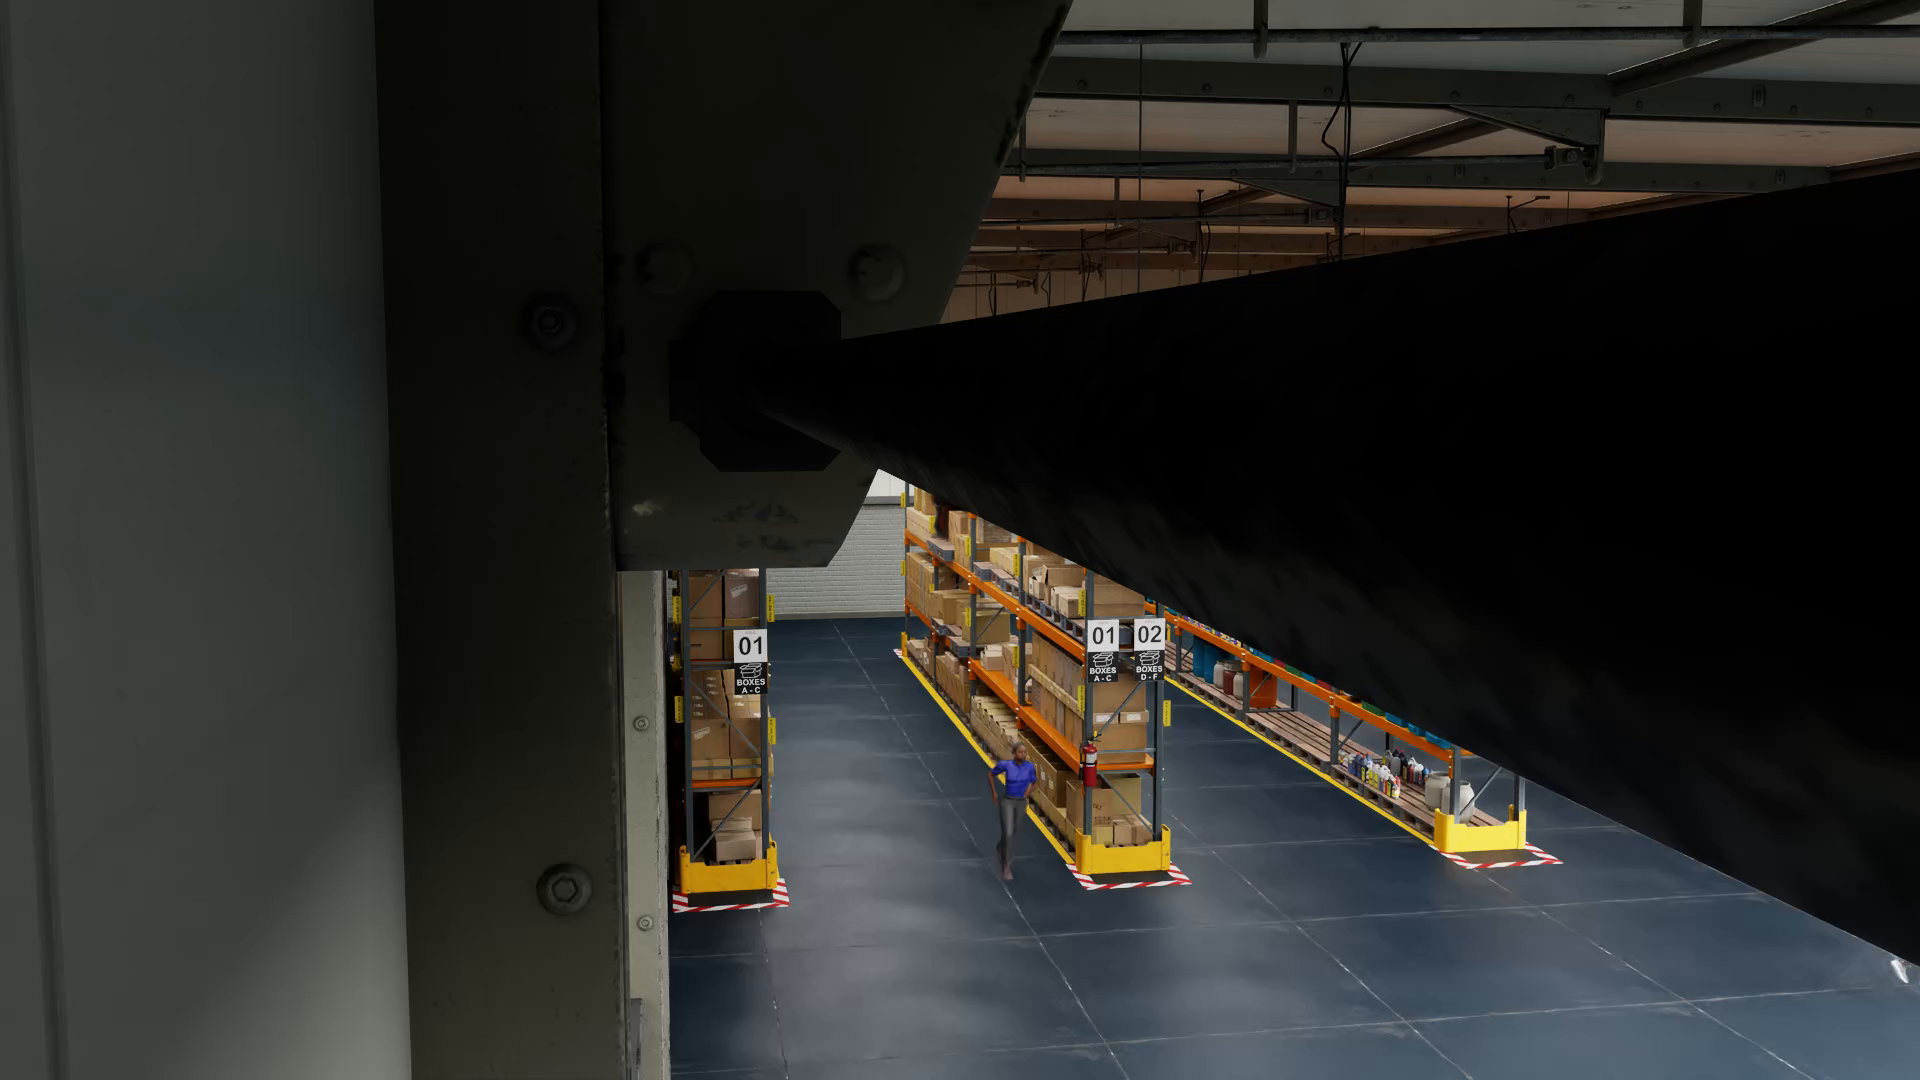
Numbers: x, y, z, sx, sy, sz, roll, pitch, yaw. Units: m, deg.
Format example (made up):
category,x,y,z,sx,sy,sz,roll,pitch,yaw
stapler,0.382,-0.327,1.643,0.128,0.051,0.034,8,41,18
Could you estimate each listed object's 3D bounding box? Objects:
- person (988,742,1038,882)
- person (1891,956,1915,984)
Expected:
category,x,y,z,sx,sy,sz,roll,pitch,yaw
person,0.686,3.356,20.909,0.592,1.673,0.862,-2,6,-20
person,9.744,3.834,16.636,0.680,1.553,0.542,1,6,14
